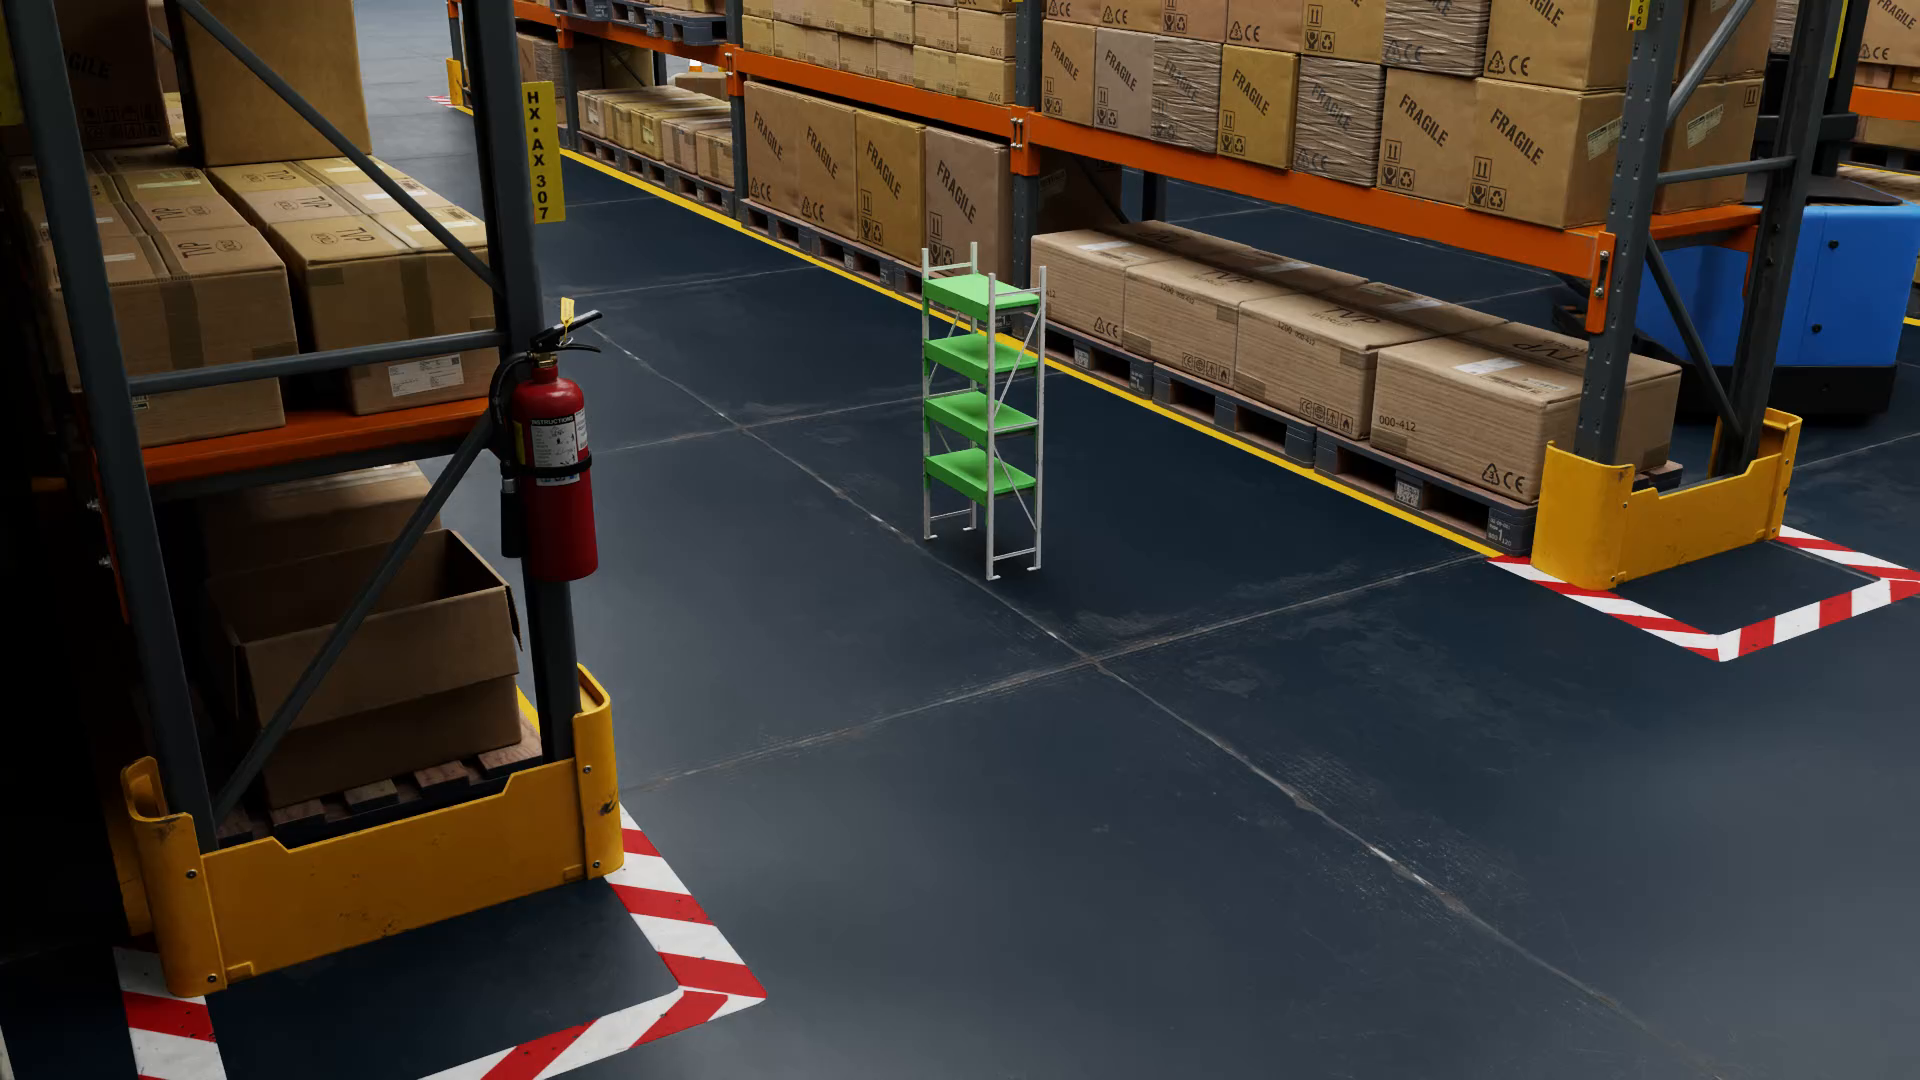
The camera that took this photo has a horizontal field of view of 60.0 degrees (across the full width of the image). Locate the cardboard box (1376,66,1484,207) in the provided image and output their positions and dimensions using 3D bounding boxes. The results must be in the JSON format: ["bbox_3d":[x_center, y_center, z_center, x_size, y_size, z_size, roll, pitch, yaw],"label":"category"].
[{"bbox_3d":[2.089,-1.678,6.824,0.500,0.500,0.500,-13,26,-29],"label":"cardboard box"}]

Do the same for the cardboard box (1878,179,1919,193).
[{"bbox_3d":[6.135,-2.216,10.717,0.380,0.149,0.250,-13,25,-28],"label":"cardboard box"}]

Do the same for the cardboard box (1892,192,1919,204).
[{"bbox_3d":[5.900,-2.049,10.307,0.380,0.149,0.250,-14,26,-30],"label":"cardboard box"}]

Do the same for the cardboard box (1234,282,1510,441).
[{"bbox_3d":[1.909,-0.858,7.783,0.875,0.438,0.875,-12,25,-27],"label":"cardboard box"}]

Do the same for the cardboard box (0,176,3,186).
[{"bbox_3d":[-3.481,-1.556,6.460,0.500,0.250,0.500,-13,25,-29],"label":"cardboard box"}]

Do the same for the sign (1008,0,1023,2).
[{"bbox_3d":[0.302,-3.048,8.895,0.100,0.325,0.005,-13,25,-28],"label":"sign"}]

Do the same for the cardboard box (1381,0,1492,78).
[{"bbox_3d":[2.063,-2.144,6.643,0.500,0.500,0.500,-13,25,-28],"label":"cardboard box"}]

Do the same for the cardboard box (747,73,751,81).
[{"bbox_3d":[-2.293,-5.302,19.189,0.637,0.503,0.797,8,23,18],"label":"cardboard box"}]

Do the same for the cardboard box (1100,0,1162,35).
[{"bbox_3d":[1.051,-2.800,8.256,0.500,0.500,0.500,-13,25,-29],"label":"cardboard box"}]

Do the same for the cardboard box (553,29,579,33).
[{"bbox_3d":[-3.939,-5.096,17.463,0.500,0.500,0.500,-11,25,-25],"label":"cardboard box"}]

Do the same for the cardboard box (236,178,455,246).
[{"bbox_3d":[-1.717,-0.835,4.687,0.500,0.250,0.500,-12,25,-28],"label":"cardboard box"}]

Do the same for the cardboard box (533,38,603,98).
[{"bbox_3d":[-3.856,-4.654,16.375,0.500,0.500,0.500,-13,25,-29],"label":"cardboard box"}]

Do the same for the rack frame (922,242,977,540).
[{"bbox_3d":[-0.040,-0.581,6.648,0.240,1.200,0.015,-13,25,-28],"label":"rack frame"}]

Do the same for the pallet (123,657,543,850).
[{"bbox_3d":[-1.906,0.604,5.045,1.003,0.211,1.213,-13,25,-28],"label":"pallet"}]

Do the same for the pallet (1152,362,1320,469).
[{"bbox_3d":[1.712,-0.708,8.272,1.003,0.211,1.213,-13,25,-28],"label":"pallet"}]

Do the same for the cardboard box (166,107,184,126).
[{"bbox_3d":[-2.763,-1.491,6.300,0.500,0.250,0.500,-13,25,-28],"label":"cardboard box"}]

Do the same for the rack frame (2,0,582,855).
[{"bbox_3d":[-1.459,-0.405,3.825,1.000,3.000,0.127,-13,25,-28],"label":"rack frame"}]

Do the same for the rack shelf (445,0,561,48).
[{"bbox_3d":[-4.345,-5.560,17.462,1.077,0.370,4.000,-13,25,-28],"label":"rack shelf"}]

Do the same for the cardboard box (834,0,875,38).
[{"bbox_3d":[-0.479,-3.403,10.737,0.500,0.250,0.500,-12,25,-27],"label":"cardboard box"}]

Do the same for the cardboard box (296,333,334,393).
[{"bbox_3d":[-1.560,-0.521,4.444,0.380,0.149,0.250,-12,25,-27],"label":"cardboard box"}]

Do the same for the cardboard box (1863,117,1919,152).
[{"bbox_3d":[8.939,-3.976,14.873,1.225,0.875,0.875,-13,25,-28],"label":"cardboard box"}]

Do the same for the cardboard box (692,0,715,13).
[{"bbox_3d":[-1.849,-4.163,12.845,0.380,0.149,0.250,-12,25,-27],"label":"cardboard box"}]

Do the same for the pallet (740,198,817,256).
[{"bbox_3d":[-0.942,-2.389,12.409,1.003,0.211,1.213,-13,25,-28],"label":"pallet"}]

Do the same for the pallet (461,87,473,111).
[{"bbox_3d":[-4.943,-4.954,18.720,1.003,0.211,1.213,-13,25,-28],"label":"pallet"}]

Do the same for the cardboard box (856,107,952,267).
[{"bbox_3d":[-0.090,-2.342,10.855,0.875,0.875,0.875,-12,25,-27],"label":"cardboard box"}]

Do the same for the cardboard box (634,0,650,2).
[{"bbox_3d":[-2.509,-4.576,13.862,0.380,0.149,0.250,-14,26,-30],"label":"cardboard box"}]

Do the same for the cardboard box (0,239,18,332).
[{"bbox_3d":[-4.793,-1.343,8.894,0.500,0.500,0.500,-14,26,-30],"label":"cardboard box"}]

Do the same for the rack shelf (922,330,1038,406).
[{"bbox_3d":[0.085,-0.665,6.387,0.258,0.148,0.480,-13,25,-28],"label":"rack shelf"}]

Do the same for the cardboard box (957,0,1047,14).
[{"bbox_3d":[0.319,-3.262,9.392,0.500,0.500,0.500,-12,25,-27],"label":"cardboard box"}]

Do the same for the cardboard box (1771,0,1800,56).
[{"bbox_3d":[5.489,-3.287,10.388,0.500,0.500,0.500,-13,26,-29],"label":"cardboard box"}]

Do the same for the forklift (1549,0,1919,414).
[{"bbox_3d":[4.071,-2.479,9.019,1.130,2.935,3.031,0,22,0],"label":"forklift"}]

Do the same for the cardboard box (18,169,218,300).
[{"bbox_3d":[-2.433,-0.900,4.846,0.500,0.250,0.500,-12,25,-27],"label":"cardboard box"}]

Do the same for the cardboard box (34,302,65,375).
[{"bbox_3d":[-2.323,-0.582,4.593,0.380,0.149,0.250,-13,25,-28],"label":"cardboard box"}]

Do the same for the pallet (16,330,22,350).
[{"bbox_3d":[-5.196,-1.454,10.109,1.003,0.211,1.213,-13,25,-28],"label":"pallet"}]

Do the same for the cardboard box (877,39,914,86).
[{"bbox_3d":[-0.183,-3.015,10.446,0.500,0.250,0.500,-13,26,-30],"label":"cardboard box"}]

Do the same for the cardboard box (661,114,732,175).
[{"bbox_3d":[-1.944,-3.350,14.002,0.950,0.372,0.625,-13,26,-29],"label":"cardboard box"}]

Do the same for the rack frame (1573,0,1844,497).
[{"bbox_3d":[2.807,-1.361,6.177,1.000,3.000,0.127,-13,25,-28],"label":"rack frame"}]

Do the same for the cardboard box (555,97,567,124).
[{"bbox_3d":[-3.856,-4.306,16.516,0.500,0.250,0.500,-11,25,-26],"label":"cardboard box"}]

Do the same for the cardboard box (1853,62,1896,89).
[{"bbox_3d":[5.722,-2.875,10.235,0.380,0.149,0.250,-12,25,-26],"label":"cardboard box"}]

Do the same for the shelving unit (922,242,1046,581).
[{"bbox_3d":[0.085,-0.502,6.454,0.258,1.200,0.503,-13,25,-28],"label":"shelving unit"}]

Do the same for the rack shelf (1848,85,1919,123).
[{"bbox_3d":[5.989,-2.660,10.328,1.077,0.370,4.000,-13,25,-28],"label":"rack shelf"}]

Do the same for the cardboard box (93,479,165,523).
[{"bbox_3d":[-3.146,-0.174,6.485,0.380,0.149,0.250,-13,25,-29],"label":"cardboard box"}]

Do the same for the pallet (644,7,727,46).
[{"bbox_3d":[-1.736,-4.072,13.101,1.213,0.211,1.003,-13,25,-28],"label":"pallet"}]

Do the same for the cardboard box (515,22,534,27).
[{"bbox_3d":[-4.909,-5.318,18.010,0.500,0.500,0.500,-14,26,-30],"label":"cardboard box"}]

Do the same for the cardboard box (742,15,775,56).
[{"bbox_3d":[-1.246,-3.675,12.067,0.500,0.250,0.500,-13,26,-29],"label":"cardboard box"}]

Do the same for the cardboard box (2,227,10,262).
[{"bbox_3d":[-4.636,-1.512,8.447,0.380,0.149,0.250,-12,25,-27],"label":"cardboard box"}]

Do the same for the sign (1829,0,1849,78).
[{"bbox_3d":[3.287,-1.904,6.257,0.100,0.325,0.005,-13,25,-28],"label":"sign"}]

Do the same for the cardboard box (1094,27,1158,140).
[{"bbox_3d":[1.031,-2.336,8.443,0.500,0.500,0.500,-12,25,-28],"label":"cardboard box"}]
